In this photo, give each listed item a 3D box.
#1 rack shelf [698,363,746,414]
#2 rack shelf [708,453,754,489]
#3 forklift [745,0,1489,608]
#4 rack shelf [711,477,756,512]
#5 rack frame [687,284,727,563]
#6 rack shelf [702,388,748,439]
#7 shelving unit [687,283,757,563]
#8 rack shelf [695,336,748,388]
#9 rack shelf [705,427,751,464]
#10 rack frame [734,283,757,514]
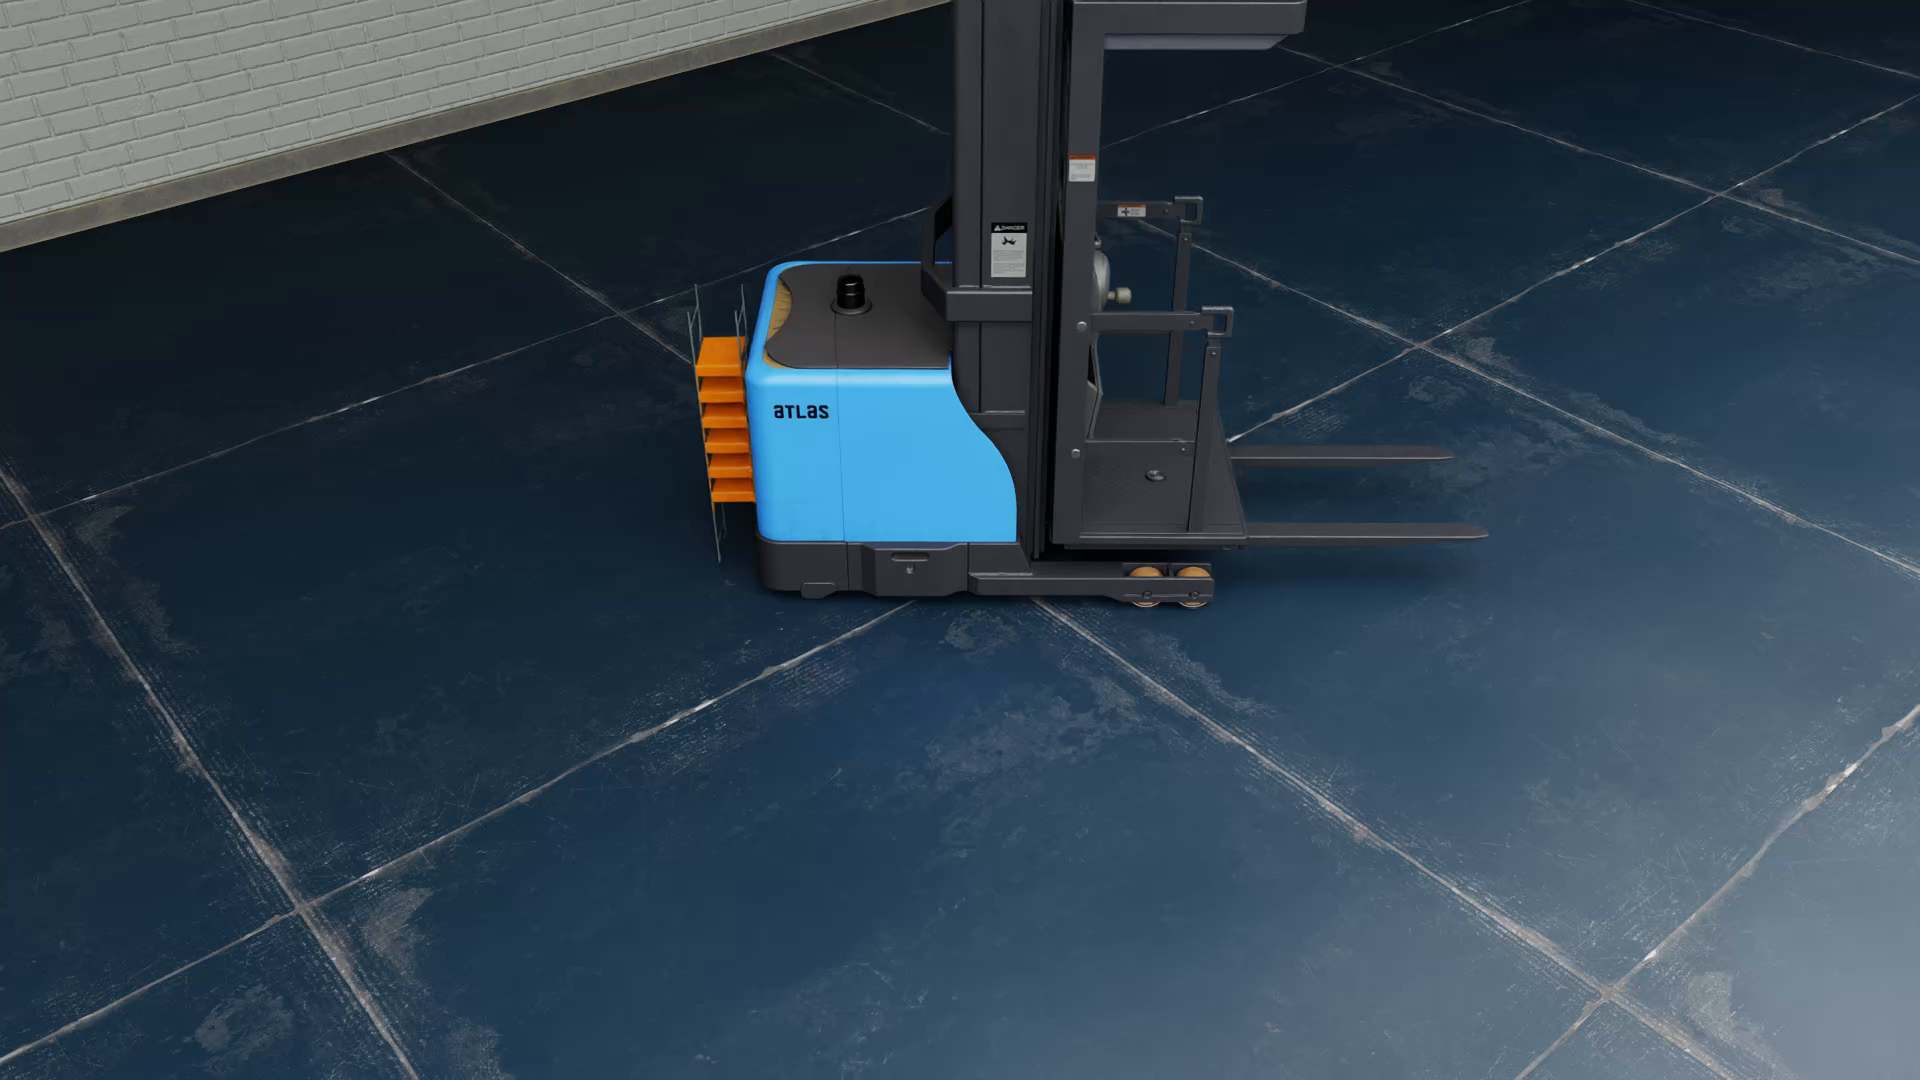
[{"bbox_3d":[-0.951,-0.620,6.747,0.180,0.103,0.258,-1,35,1],"label":"rack shelf"},{"bbox_3d":[-0.944,-0.327,6.955,0.180,0.103,0.258,-1,35,1],"label":"rack shelf"},{"bbox_3d":[0.681,-1.228,6.448,3.031,2.935,1.130,0,35,0],"label":"forklift"},{"bbox_3d":[-0.942,-0.229,7.024,0.180,0.103,0.258,-1,35,1],"label":"rack shelf"},{"bbox_3d":[-1.039,-0.459,6.861,0.006,1.200,0.240,-1,35,1],"label":"rack frame"},{"bbox_3d":[-0.949,-0.523,6.816,0.180,0.103,0.258,-1,35,1],"label":"rack shelf"},{"bbox_3d":[-0.948,-0.461,6.860,0.189,1.200,0.258,-1,35,1],"label":"shelving unit"},{"bbox_3d":[-0.954,-0.718,6.677,0.180,0.103,0.258,-1,35,1],"label":"rack shelf"},{"bbox_3d":[-0.947,-0.425,6.885,0.180,0.103,0.258,-1,35,1],"label":"rack shelf"},{"bbox_3d":[-0.856,-0.462,6.859,0.006,1.200,0.240,-1,35,1],"label":"rack frame"}]
